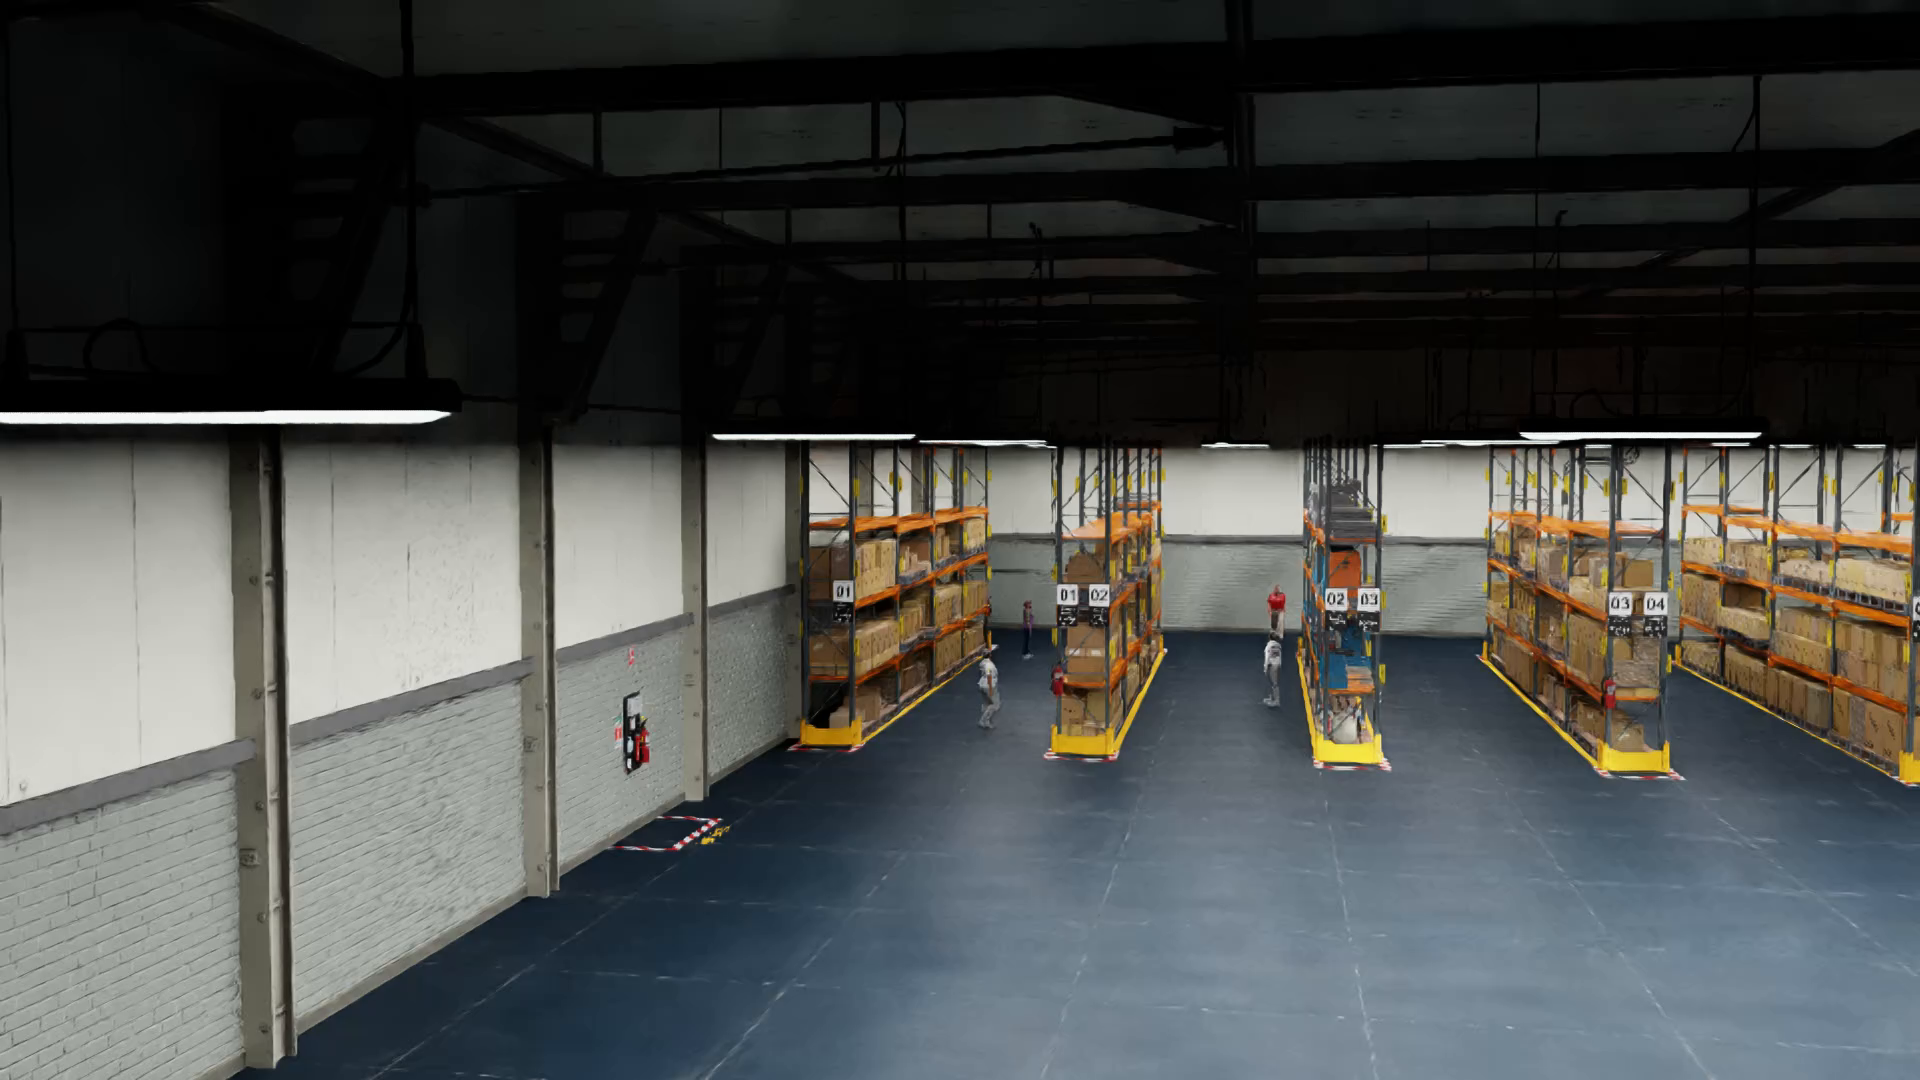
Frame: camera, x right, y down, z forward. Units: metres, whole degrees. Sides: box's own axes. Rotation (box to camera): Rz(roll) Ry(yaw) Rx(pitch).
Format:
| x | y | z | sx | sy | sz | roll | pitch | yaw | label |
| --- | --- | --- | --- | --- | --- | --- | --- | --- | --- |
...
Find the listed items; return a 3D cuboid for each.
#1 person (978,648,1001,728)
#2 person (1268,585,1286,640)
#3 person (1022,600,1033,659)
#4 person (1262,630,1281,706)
| x | y | z | sx | sy | sz | roll | pitch | yaw | label |
| --- | --- | --- | --- | --- | --- | --- | --- | --- | --- |
| 0.570 | 3.046 | 34.163 | 0.431 | 1.659 | 0.533 | -1 | 3 | -21 | person |
| 9.567 | 2.169 | 50.231 | 0.542 | 1.645 | 1.126 | 1 | 3 | 13 | person |
| 1.862 | 2.435 | 45.718 | 0.341 | 1.605 | 0.556 | 0 | 3 | -1 | person |
| 7.004 | 2.861 | 37.351 | 0.538 | 1.654 | 0.572 | 2 | 4 | 38 | person |
